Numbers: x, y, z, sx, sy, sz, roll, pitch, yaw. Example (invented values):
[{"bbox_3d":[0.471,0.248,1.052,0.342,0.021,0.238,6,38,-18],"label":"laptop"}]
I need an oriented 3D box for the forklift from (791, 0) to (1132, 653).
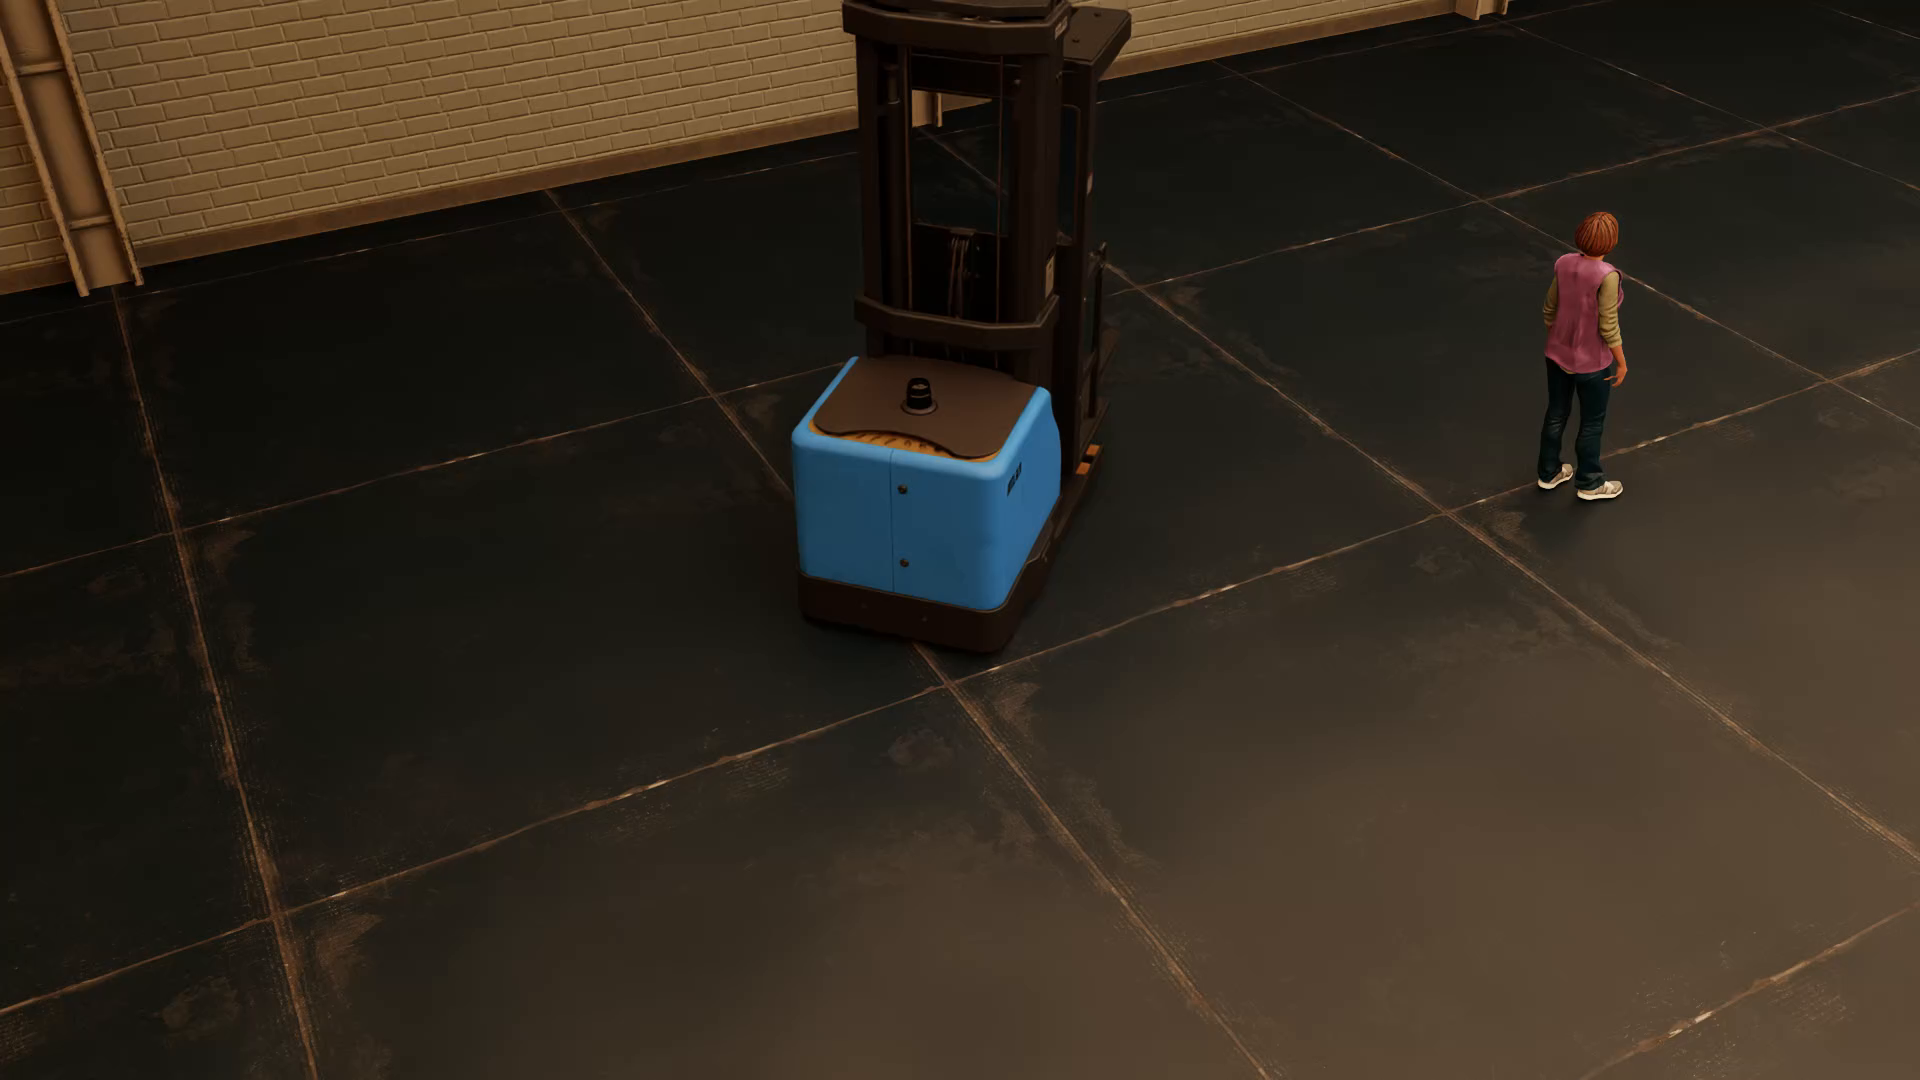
[{"bbox_3d":[0.166,-1.519,8.271,1.130,2.935,3.031,11,37,15],"label":"forklift"}]

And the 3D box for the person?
[{"bbox_3d":[3.269,-0.961,8.624,0.474,1.598,0.519,-19,39,-24],"label":"person"}]
